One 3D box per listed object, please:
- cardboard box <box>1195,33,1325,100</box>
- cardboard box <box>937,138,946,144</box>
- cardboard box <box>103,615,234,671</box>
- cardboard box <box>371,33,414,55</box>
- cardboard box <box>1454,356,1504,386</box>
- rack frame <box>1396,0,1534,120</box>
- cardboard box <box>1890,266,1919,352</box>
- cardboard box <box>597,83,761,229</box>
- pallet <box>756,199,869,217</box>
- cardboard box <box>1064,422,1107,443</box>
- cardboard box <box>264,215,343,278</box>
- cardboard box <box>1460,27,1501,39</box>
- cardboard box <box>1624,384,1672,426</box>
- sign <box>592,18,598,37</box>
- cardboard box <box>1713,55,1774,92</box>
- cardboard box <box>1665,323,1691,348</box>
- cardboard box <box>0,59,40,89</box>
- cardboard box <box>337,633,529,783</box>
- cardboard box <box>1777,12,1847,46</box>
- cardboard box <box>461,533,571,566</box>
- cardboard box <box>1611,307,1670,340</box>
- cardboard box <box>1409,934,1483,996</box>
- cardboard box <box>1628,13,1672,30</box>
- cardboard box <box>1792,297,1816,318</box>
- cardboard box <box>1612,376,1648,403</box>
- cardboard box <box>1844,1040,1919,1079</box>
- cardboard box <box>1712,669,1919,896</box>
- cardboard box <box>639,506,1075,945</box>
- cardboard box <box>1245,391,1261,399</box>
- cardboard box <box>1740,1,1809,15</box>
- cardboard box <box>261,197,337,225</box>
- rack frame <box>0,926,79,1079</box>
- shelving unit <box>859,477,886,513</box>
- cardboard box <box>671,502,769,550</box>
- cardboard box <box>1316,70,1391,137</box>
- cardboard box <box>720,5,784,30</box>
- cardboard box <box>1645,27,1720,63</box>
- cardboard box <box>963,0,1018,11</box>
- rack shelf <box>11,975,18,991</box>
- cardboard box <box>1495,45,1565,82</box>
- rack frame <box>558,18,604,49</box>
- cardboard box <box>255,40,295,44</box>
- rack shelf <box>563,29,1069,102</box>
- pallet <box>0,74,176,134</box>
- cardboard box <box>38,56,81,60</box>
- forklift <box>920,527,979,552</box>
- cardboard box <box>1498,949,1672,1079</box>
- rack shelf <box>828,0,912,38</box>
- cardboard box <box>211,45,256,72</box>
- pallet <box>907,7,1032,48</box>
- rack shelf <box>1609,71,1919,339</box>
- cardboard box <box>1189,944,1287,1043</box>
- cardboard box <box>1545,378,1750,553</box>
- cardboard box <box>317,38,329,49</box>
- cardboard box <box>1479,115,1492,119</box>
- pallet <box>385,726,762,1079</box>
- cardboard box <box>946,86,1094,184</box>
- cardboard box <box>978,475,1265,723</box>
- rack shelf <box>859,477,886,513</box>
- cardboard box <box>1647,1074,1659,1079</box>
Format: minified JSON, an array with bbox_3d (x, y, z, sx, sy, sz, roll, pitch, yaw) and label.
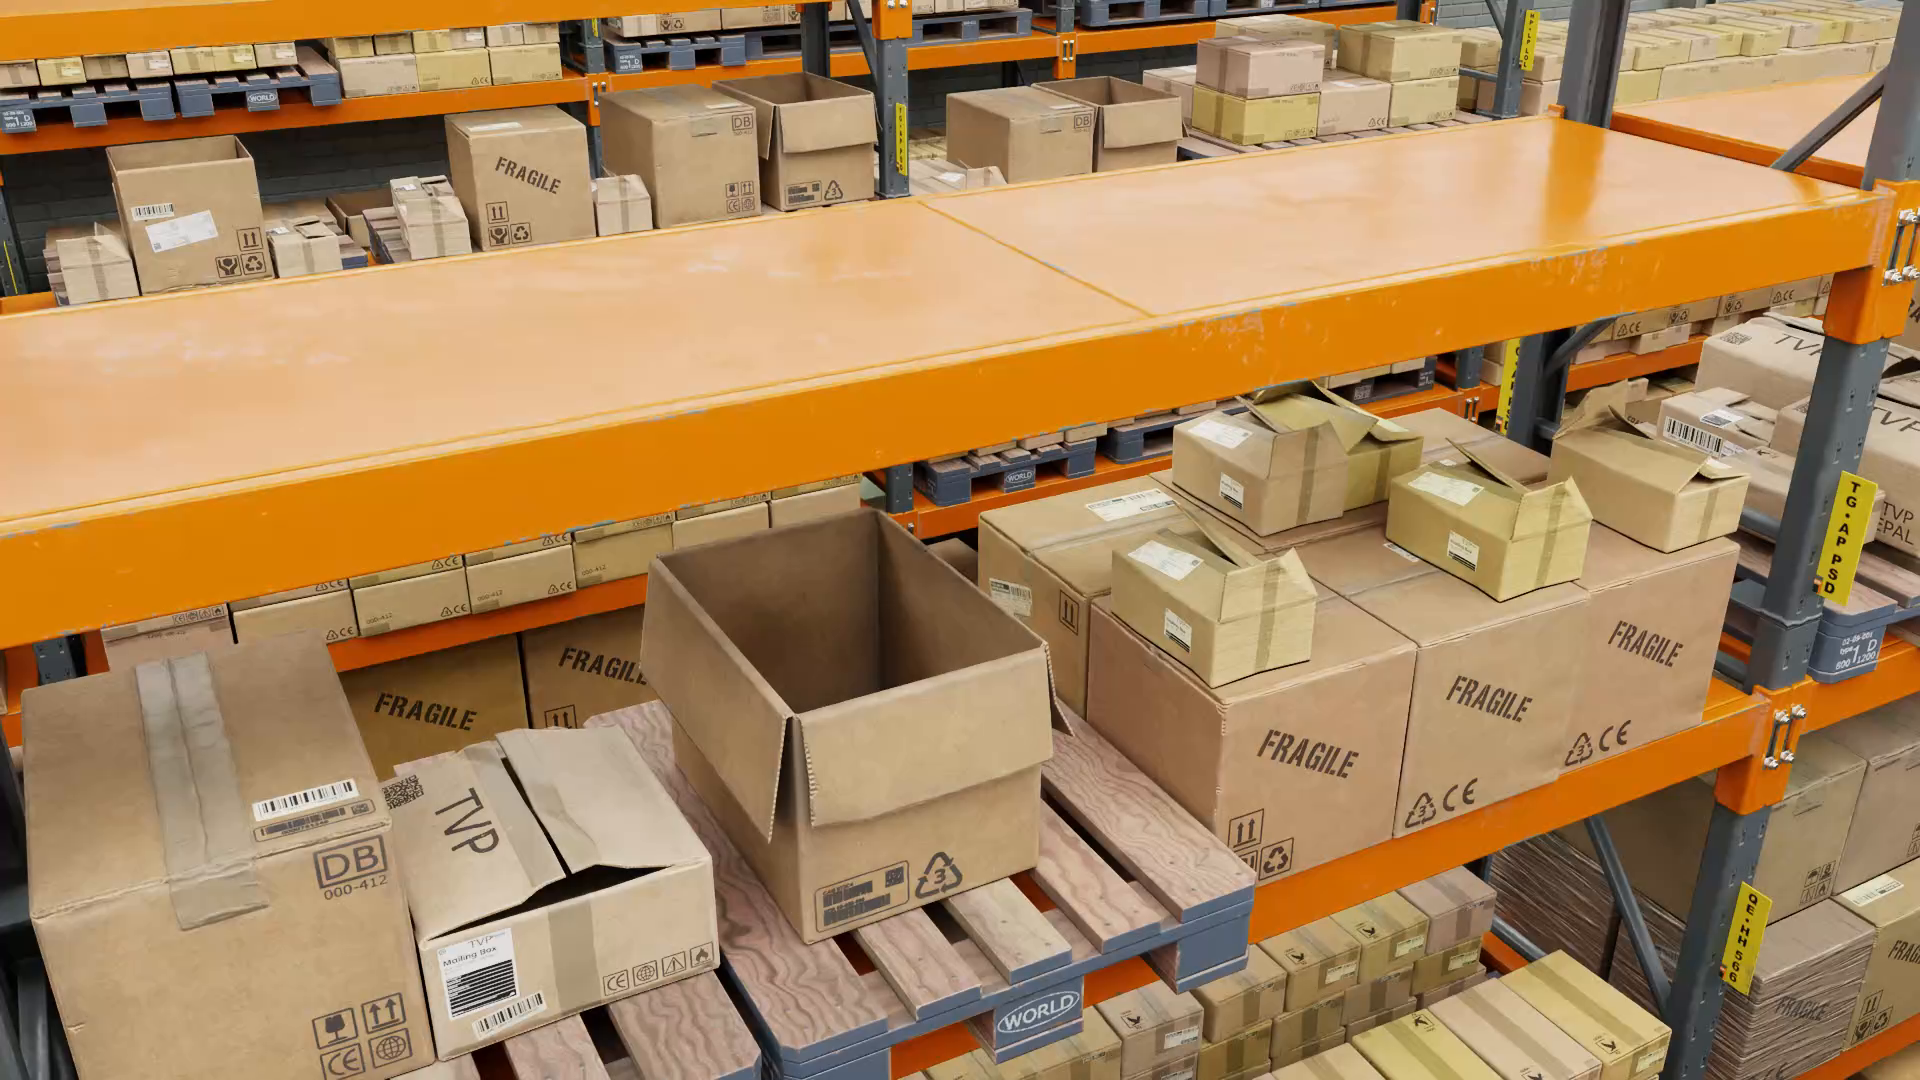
[{"bbox_3d":[1.656,-2.626,9.201,0.500,0.250,0.500,-13,28,-24],"label":"cardboard box"},{"bbox_3d":[0.001,-3.298,14.092,0.250,0.149,0.380,-13,29,-25],"label":"cardboard box"},{"bbox_3d":[-3.549,0.398,7.430,0.500,0.250,0.500,-14,29,-26],"label":"cardboard box"},{"bbox_3d":[-3.995,-3.502,11.627,0.250,0.149,0.380,-13,28,-25],"label":"cardboard box"},{"bbox_3d":[3.426,-1.138,10.747,0.250,0.149,0.380,-13,29,-25],"label":"cardboard box"},{"bbox_3d":[2.997,-4.014,9.516,0.127,3.000,1.000,-13,29,-25],"label":"rack frame"},{"bbox_3d":[3.288,-0.718,5.400,0.500,0.500,0.500,-13,29,-25],"label":"cardboard box"},{"bbox_3d":[-1.316,-1.807,7.785,0.500,0.500,0.700,-15,29,-28],"label":"cardboard box"},{"bbox_3d":[-1.075,-1.611,8.194,1.003,0.211,1.213,-12,28,-23],"label":"pallet"},{"bbox_3d":[0.623,-0.697,9.344,0.250,0.149,0.380,-13,28,-25],"label":"cardboard box"},{"bbox_3d":[-2.781,-1.241,6.989,0.250,0.166,0.380,-15,30,-29],"label":"cardboard box"},{"bbox_3d":[3.367,-3.138,10.526,0.250,0.149,0.380,-14,29,-26],"label":"cardboard box"},{"bbox_3d":[4.570,-0.833,11.647,0.500,0.500,0.500,-11,28,-22],"label":"cardboard box"},{"bbox_3d":[-2.618,-3.768,11.871,0.005,0.325,0.100,-13,29,-25],"label":"sign"},{"bbox_3d":[4.857,-3.023,10.746,0.500,0.250,0.500,-13,28,-25],"label":"cardboard box"},{"bbox_3d":[4.768,-1.457,11.411,0.250,0.149,0.380,-13,29,-25],"label":"cardboard box"},{"bbox_3d":[-5.950,-2.958,10.470,0.250,0.149,0.380,-13,28,-24],"label":"cardboard box"},{"bbox_3d":[-2.759,0.744,8.506,0.875,0.875,0.875,-12,28,-24],"label":"cardboard box"},{"bbox_3d":[5.657,-3.412,11.097,0.250,0.149,0.380,-13,28,-25],"label":"cardboard box"},{"bbox_3d":[-2.191,-0.133,7.960,0.500,0.250,0.500,-14,29,-27],"label":"cardboard box"},{"bbox_3d":[4.398,-1.680,11.127,0.500,0.500,0.500,-13,29,-26],"label":"cardboard box"},{"bbox_3d":[1.365,1.186,5.077,0.250,0.149,0.380,-12,28,-23],"label":"cardboard box"},{"bbox_3d":[4.497,-3.408,11.089,0.250,0.149,0.380,-13,28,-24],"label":"cardboard box"},{"bbox_3d":[5.890,-1.715,11.949,0.250,0.149,0.380,-14,29,-26],"label":"cardboard box"},{"bbox_3d":[4.472,-1.071,11.393,0.250,0.149,0.380,-11,28,-22],"label":"cardboard box"},{"bbox_3d":[3.236,1.931,6.179,0.750,0.750,1.050,-13,28,-24],"label":"cardboard box"},{"bbox_3d":[2.733,0.688,5.383,0.500,0.500,0.700,-13,29,-26],"label":"cardboard box"},{"bbox_3d":[-0.219,0.337,3.314,0.637,0.503,0.797,-13,29,-26],"label":"cardboard box"},{"bbox_3d":[1.766,-0.973,9.919,0.250,0.149,0.380,-13,29,-25],"label":"cardboard box"},{"bbox_3d":[5.653,-3.644,11.579,0.250,0.149,0.380,-13,29,-25],"label":"cardboard box"},{"bbox_3d":[-4.719,-2.088,11.835,0.500,0.500,0.700,-13,29,-25],"label":"cardboard box"},{"bbox_3d":[-1.643,2.190,3.526,0.127,3.000,1.000,-13,29,-25],"label":"rack frame"},{"bbox_3d":[-0.804,-0.463,10.783,0.755,1.500,0.431,-14,29,-27],"label":"shelving unit"},{"bbox_3d":[-1.300,-0.115,8.500,0.500,0.250,0.500,-12,28,-24],"label":"cardboard box"},{"bbox_3d":[2.101,-2.508,9.533,0.500,0.250,0.500,-13,28,-24],"label":"cardboard box"},{"bbox_3d":[-1.719,-4.217,12.688,0.500,0.500,0.700,-14,29,-26],"label":"cardboard box"},{"bbox_3d":[4.552,-3.134,10.517,0.250,0.149,0.380,-13,29,-26],"label":"cardboard box"},{"bbox_3d":[0.134,-4.511,13.518,0.500,0.311,0.500,-14,29,-27],"label":"cardboard box"},{"bbox_3d":[-3.408,1.569,2.184,4.000,0.370,1.077,-13,29,-25],"label":"rack shelf"},{"bbox_3d":[3.429,-2.848,9.921,0.250,0.149,0.380,-14,29,-26],"label":"cardboard box"},{"bbox_3d":[-2.871,-5.094,11.766,0.127,3.000,1.000,-13,29,-25],"label":"rack frame"},{"bbox_3d":[-4.600,-3.412,11.073,0.250,0.149,0.380,-13,28,-25],"label":"cardboard box"},{"bbox_3d":[-1.107,-3.825,13.419,4.000,0.370,1.077,-13,29,-25],"label":"rack shelf"},{"bbox_3d":[-5.792,-2.949,10.980,1.003,0.211,1.213,-13,29,-25],"label":"pallet"},{"bbox_3d":[-5.729,-3.158,10.543,0.250,0.149,0.380,-13,28,-24],"label":"cardboard box"},{"bbox_3d":[0.791,-1.558,11.411,3.031,2.935,1.130,-14,29,-27],"label":"forklift"},{"bbox_3d":[1.669,1.306,4.485,0.250,0.149,0.380,-14,29,-27],"label":"cardboard box"},{"bbox_3d":[1.232,-3.102,8.910,4.000,0.370,1.077,-13,29,-25],"label":"rack shelf"},{"bbox_3d":[-4.822,-3.215,11.006,0.250,0.149,0.380,-12,28,-24],"label":"cardboard box"},{"bbox_3d":[-0.114,-4.286,13.769,1.217,0.209,0.805,-14,29,-27],"label":"pallet"},{"bbox_3d":[3.651,-1.232,5.015,4.000,0.370,1.077,-13,29,-25],"label":"rack shelf"},{"bbox_3d":[0.699,1.208,4.687,0.250,0.149,0.380,-14,29,-27],"label":"cardboard box"},{"bbox_3d":[1.651,-0.186,4.008,0.258,0.266,0.396,-13,29,-25],"label":"cardboard box"},{"bbox_3d":[-4.442,-3.623,11.880,0.250,0.149,0.380,-13,29,-26],"label":"cardboard box"},{"bbox_3d":[3.392,-2.518,10.156,0.250,0.149,0.380,-13,29,-26],"label":"cardboard box"},{"bbox_3d":[-1.048,0.837,3.095,1.003,0.211,1.213,-13,29,-25],"label":"pallet"},{"bbox_3d":[0.309,-2.082,8.841,0.500,0.500,0.700,-13,29,-25],"label":"cardboard box"},{"bbox_3d":[0.380,0.201,4.087,0.500,0.500,0.500,-13,29,-25],"label":"cardboard box"},{"bbox_3d":[-0.804,-0.169,10.924,0.720,0.370,0.431,-14,29,-27],"label":"rack shelf"},{"bbox_3d":[1.665,1.439,4.550,0.250,0.149,0.380,-12,28,-24],"label":"cardboard box"}]
